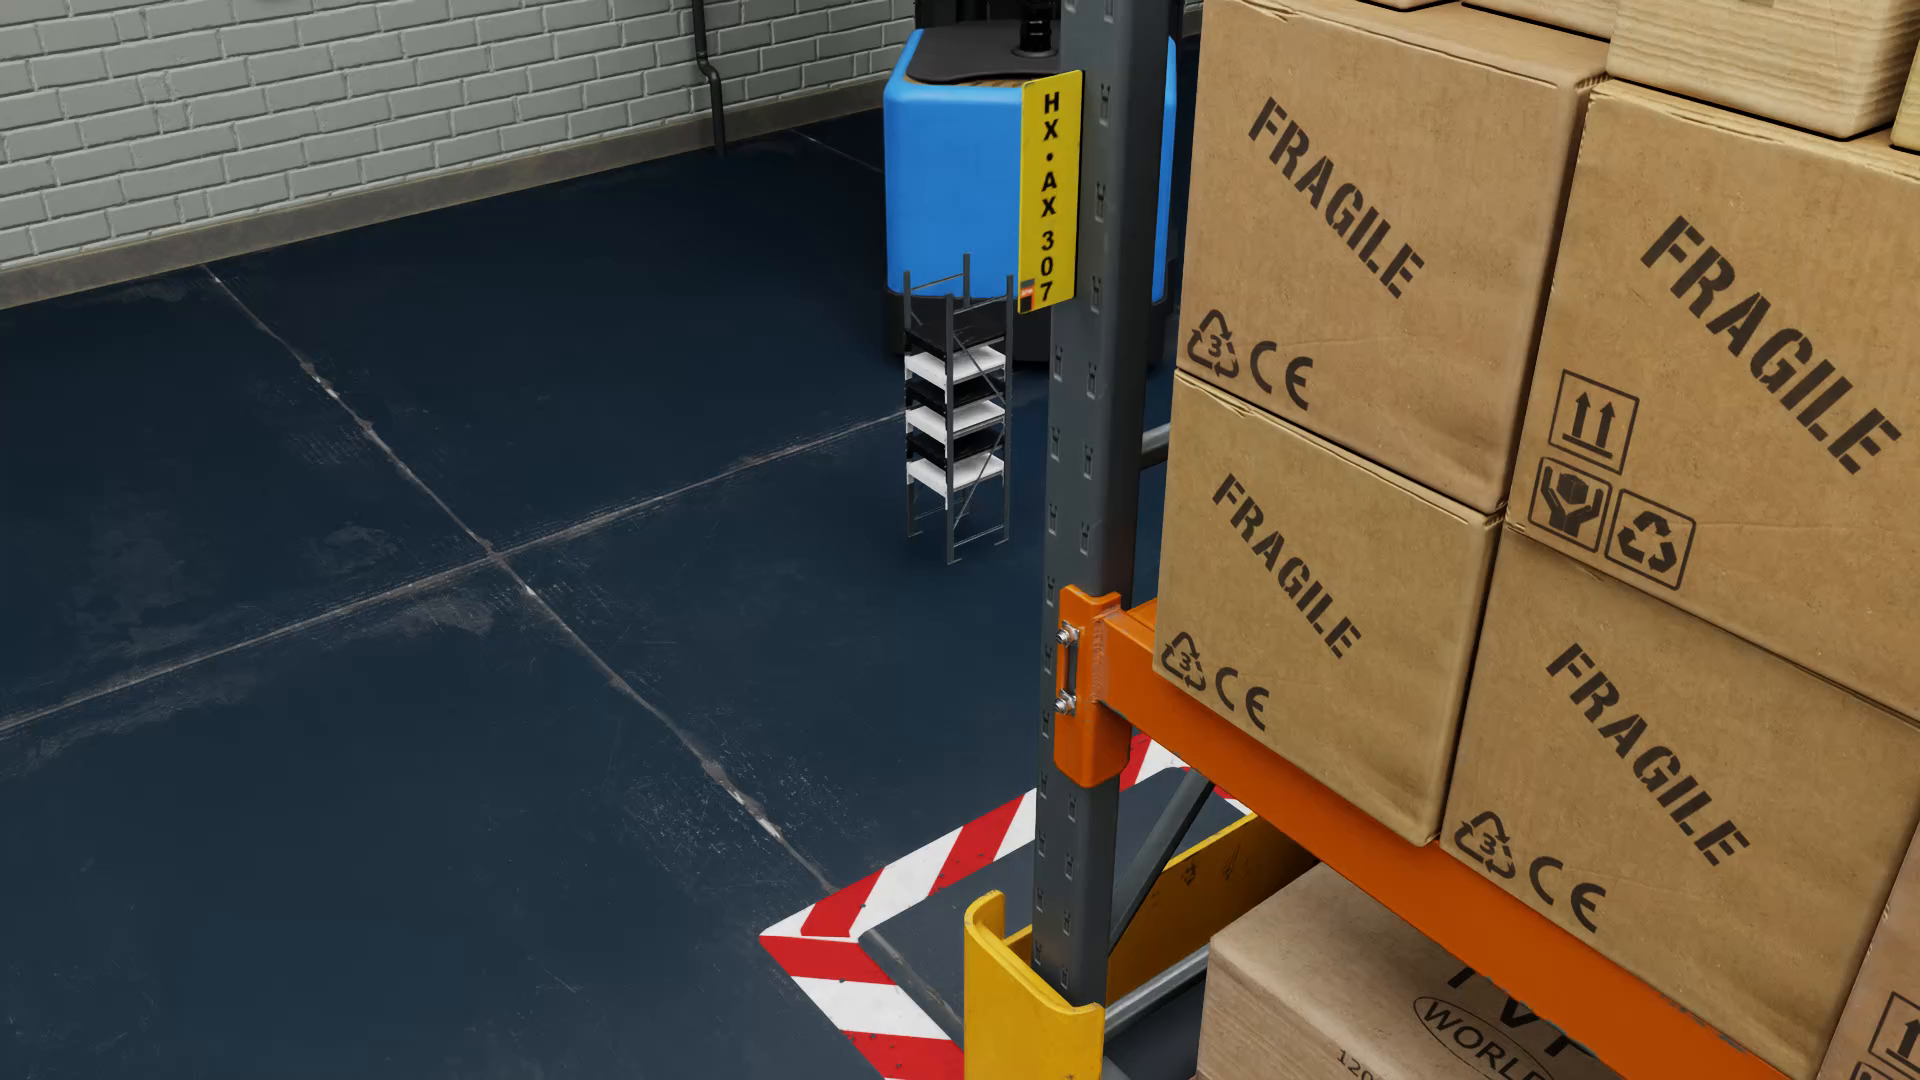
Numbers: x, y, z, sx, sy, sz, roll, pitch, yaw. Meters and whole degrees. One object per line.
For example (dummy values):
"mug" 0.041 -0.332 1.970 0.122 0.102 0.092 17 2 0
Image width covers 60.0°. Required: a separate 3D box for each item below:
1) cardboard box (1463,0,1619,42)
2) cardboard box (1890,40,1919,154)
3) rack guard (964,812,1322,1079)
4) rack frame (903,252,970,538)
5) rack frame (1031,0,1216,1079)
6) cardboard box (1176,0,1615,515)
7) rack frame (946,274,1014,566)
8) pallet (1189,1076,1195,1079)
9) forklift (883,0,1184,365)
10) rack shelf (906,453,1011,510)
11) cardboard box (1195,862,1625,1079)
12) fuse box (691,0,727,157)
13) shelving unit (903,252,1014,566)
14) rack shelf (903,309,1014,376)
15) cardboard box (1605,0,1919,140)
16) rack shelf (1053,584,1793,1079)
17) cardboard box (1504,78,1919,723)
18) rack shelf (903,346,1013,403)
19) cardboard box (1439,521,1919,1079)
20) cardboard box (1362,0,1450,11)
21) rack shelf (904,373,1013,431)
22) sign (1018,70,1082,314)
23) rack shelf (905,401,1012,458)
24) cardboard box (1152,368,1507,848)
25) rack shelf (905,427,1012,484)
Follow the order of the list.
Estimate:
"cardboard box" 0.780 -0.665 1.820 0.380 0.149 0.250 -21 38 -30
"cardboard box" 1.024 -0.415 1.419 0.380 0.149 0.250 -24 39 -33
"rack guard" 0.549 0.806 3.478 1.175 0.500 0.348 -22 38 -31
"rack frame" -0.067 -0.428 5.086 0.240 0.900 0.006 -22 38 -31
"rack frame" 0.564 -0.246 2.803 1.000 3.000 0.127 -22 38 -31
"cardboard box" 0.633 -0.421 2.042 0.500 0.500 0.500 -23 39 -32
"rack frame" 0.057 -0.343 4.950 0.240 0.900 0.006 -22 38 -31
"pallet" 1.116 1.247 3.043 1.003 0.211 1.213 -22 38 -31
"forklift" 0.387 -2.645 6.730 1.130 2.935 3.031 3 32 5
"rack shelf" -0.005 -0.204 5.131 0.258 0.077 0.200 -22 38 -31
"cardboard box" 1.047 0.907 2.977 0.875 0.438 0.875 -24 39 -33
"fuse box" -1.164 -2.660 7.910 0.539 1.711 0.414 -22 38 -31
"shelving unit" -0.005 -0.386 5.018 0.258 0.900 0.210 -22 38 -31
"rack shelf" -0.005 -0.587 4.893 0.258 0.077 0.200 -22 38 -31
"cardboard box" 0.848 -0.519 1.586 0.380 0.149 0.250 -21 38 -30
"rack shelf" 1.790 0.893 1.650 1.077 0.370 4.000 -22 38 -31
"cardboard box" 0.955 -0.208 1.699 0.500 0.500 0.500 -23 39 -33
"rack shelf" -0.005 -0.510 4.941 0.258 0.077 0.200 -22 38 -31
"cardboard box" 0.963 0.207 1.980 0.500 0.500 0.500 -23 38 -32
"cardboard box" 0.563 -0.751 1.959 0.380 0.149 0.250 -21 38 -30
"rack shelf" -0.005 -0.434 4.988 0.258 0.077 0.200 -22 38 -31
"sign" 0.122 -0.470 2.268 0.100 0.325 0.005 -22 38 -31
"rack shelf" -0.005 -0.357 5.036 0.258 0.077 0.200 -22 38 -31
"cardboard box" 0.631 0.005 2.305 0.500 0.500 0.500 -23 38 -32
"rack shelf" -0.005 -0.281 5.083 0.258 0.077 0.200 -22 38 -31
